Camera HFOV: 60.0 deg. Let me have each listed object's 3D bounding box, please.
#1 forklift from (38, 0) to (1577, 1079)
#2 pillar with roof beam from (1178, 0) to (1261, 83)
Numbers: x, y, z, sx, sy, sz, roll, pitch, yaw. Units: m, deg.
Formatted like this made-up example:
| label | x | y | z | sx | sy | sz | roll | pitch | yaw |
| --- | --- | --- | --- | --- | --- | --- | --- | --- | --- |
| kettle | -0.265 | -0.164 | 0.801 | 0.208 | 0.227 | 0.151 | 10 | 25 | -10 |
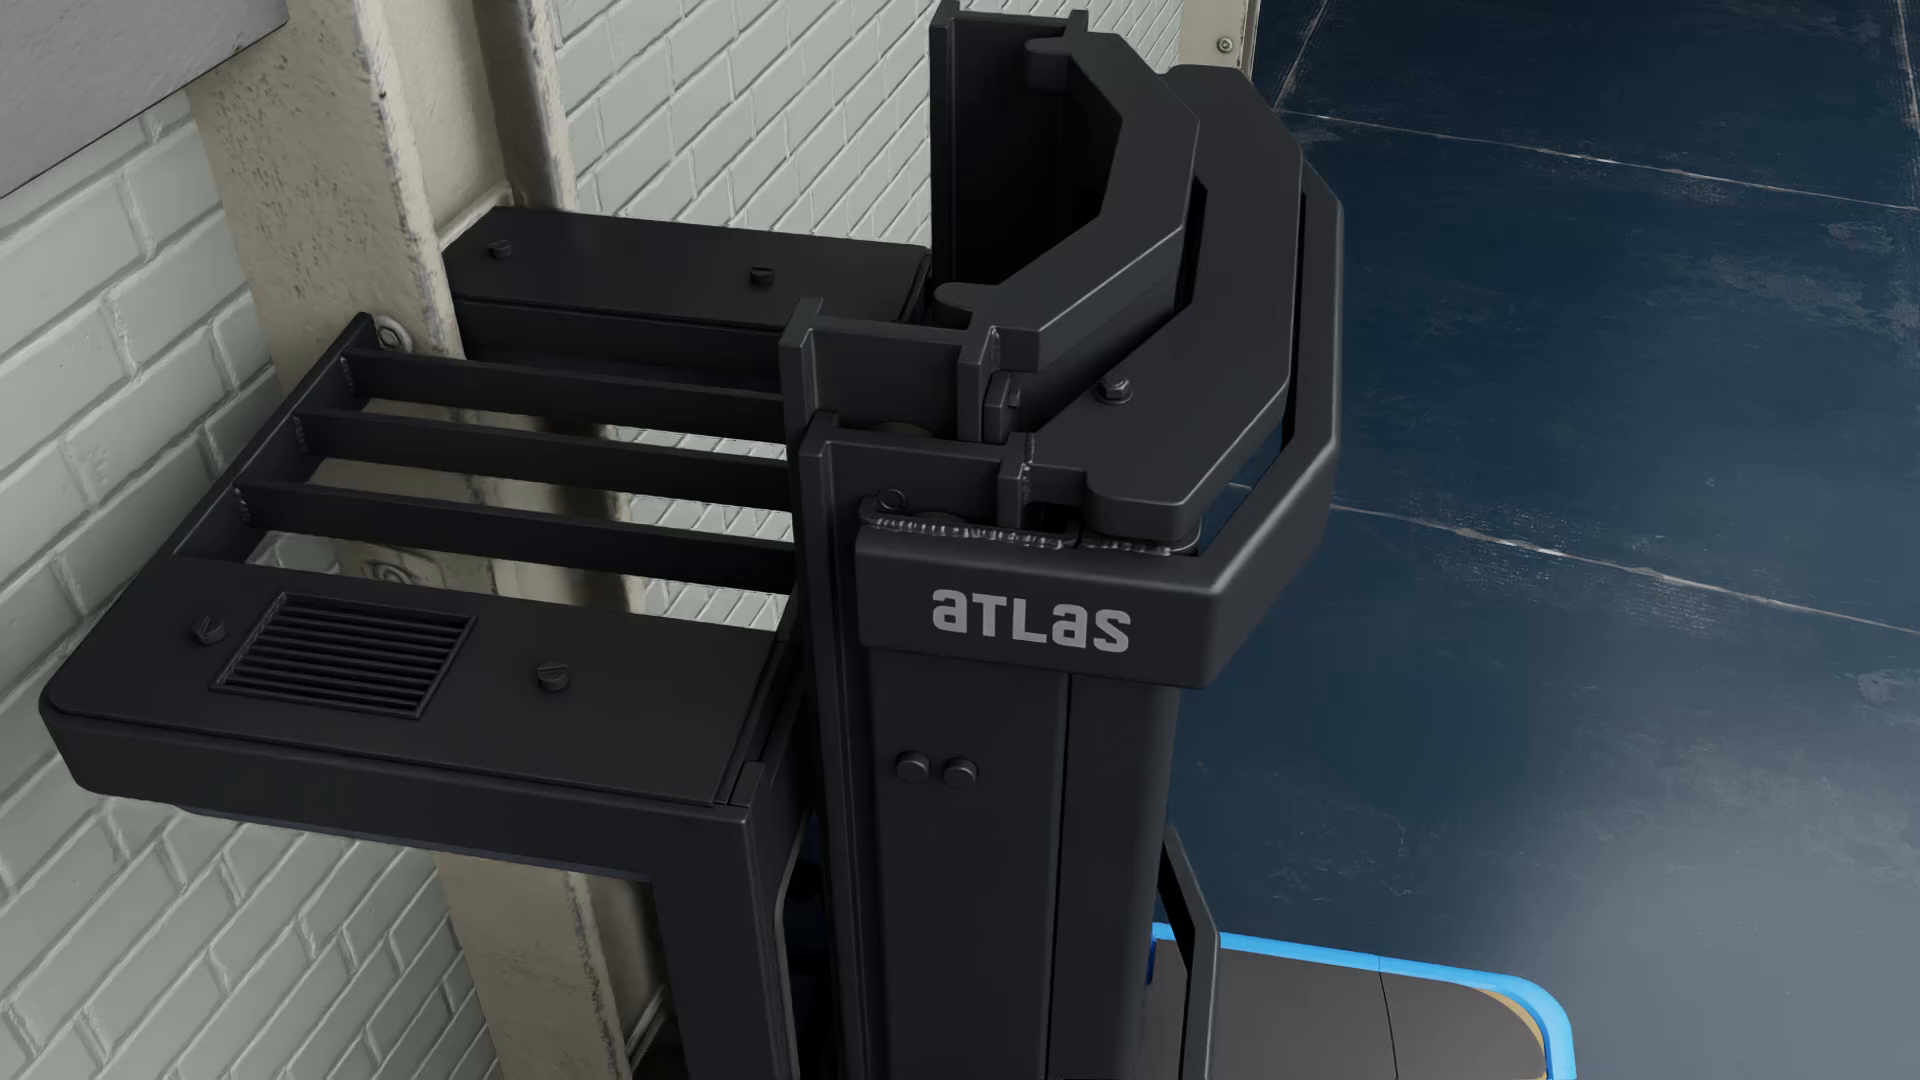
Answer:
| label | x | y | z | sx | sy | sz | roll | pitch | yaw |
| --- | --- | --- | --- | --- | --- | --- | --- | --- | --- |
| forklift | -0.415 | 0.669 | 2.708 | 3.031 | 2.935 | 1.130 | 7 | 41 | 8 |
| pillar with roof beam | 5.306 | -4.677 | 4.299 | 9.100 | 9.000 | 0.400 | 13 | 42 | 15 |
